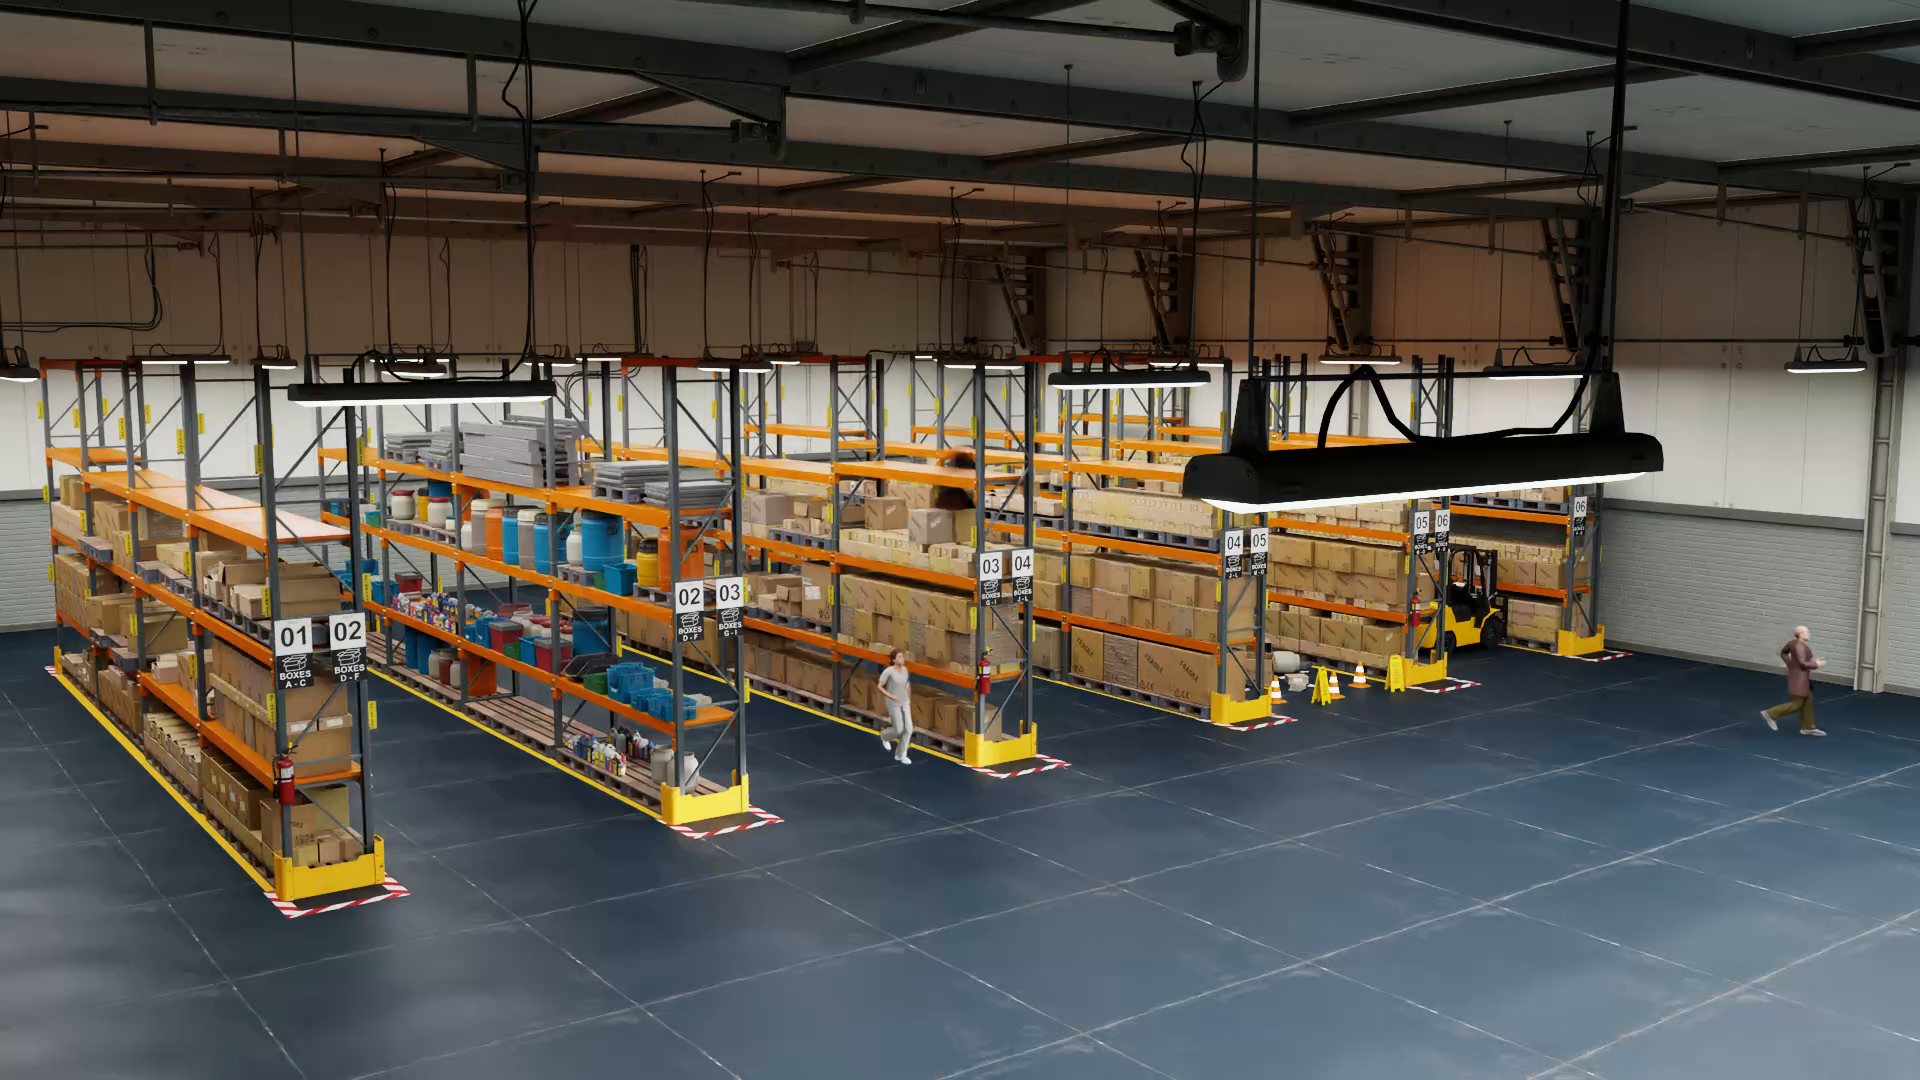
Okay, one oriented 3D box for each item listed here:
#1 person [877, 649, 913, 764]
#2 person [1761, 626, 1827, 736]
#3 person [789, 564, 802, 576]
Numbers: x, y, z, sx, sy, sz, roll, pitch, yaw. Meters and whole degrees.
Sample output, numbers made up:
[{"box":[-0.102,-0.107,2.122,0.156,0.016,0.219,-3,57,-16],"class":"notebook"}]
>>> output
[{"box":[-0.934,2.387,24.105,0.600,1.646,0.652,-5,9,-38],"class":"person"},{"box":[13.389,2.244,26.630,0.965,1.761,0.718,3,7,21],"class":"person"},{"box":[-4.046,0.453,42.061,0.480,1.684,0.765,3,7,23],"class":"person"}]
